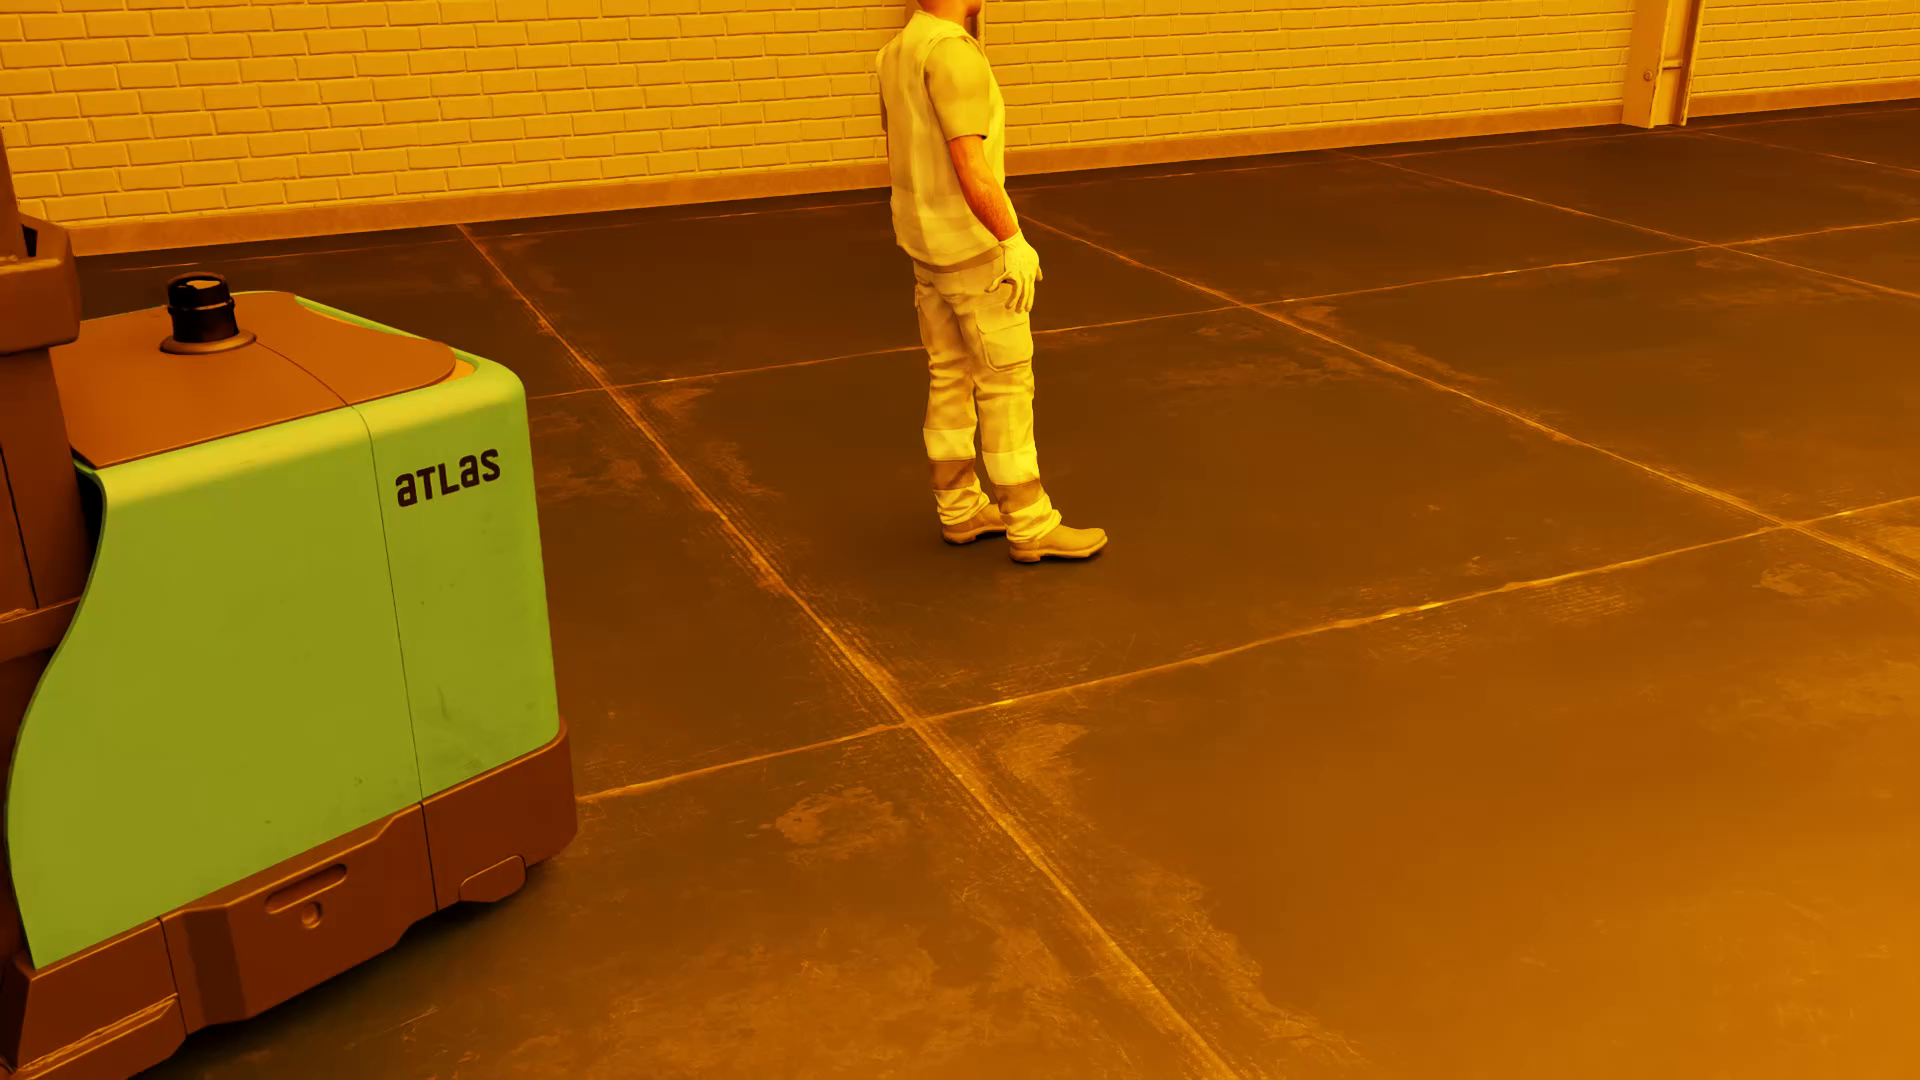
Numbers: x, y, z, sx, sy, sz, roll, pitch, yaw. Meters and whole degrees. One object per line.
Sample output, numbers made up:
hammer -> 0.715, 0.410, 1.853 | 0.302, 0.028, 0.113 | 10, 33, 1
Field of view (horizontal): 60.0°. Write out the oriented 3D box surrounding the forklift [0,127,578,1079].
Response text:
forklift -> -2.154, -0.382, 2.207 | 1.130, 2.935, 3.031 | 19, 29, 38

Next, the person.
person -> 0.078, -0.842, 4.781 | 0.564, 1.787, 0.637 | -10, 25, -23
